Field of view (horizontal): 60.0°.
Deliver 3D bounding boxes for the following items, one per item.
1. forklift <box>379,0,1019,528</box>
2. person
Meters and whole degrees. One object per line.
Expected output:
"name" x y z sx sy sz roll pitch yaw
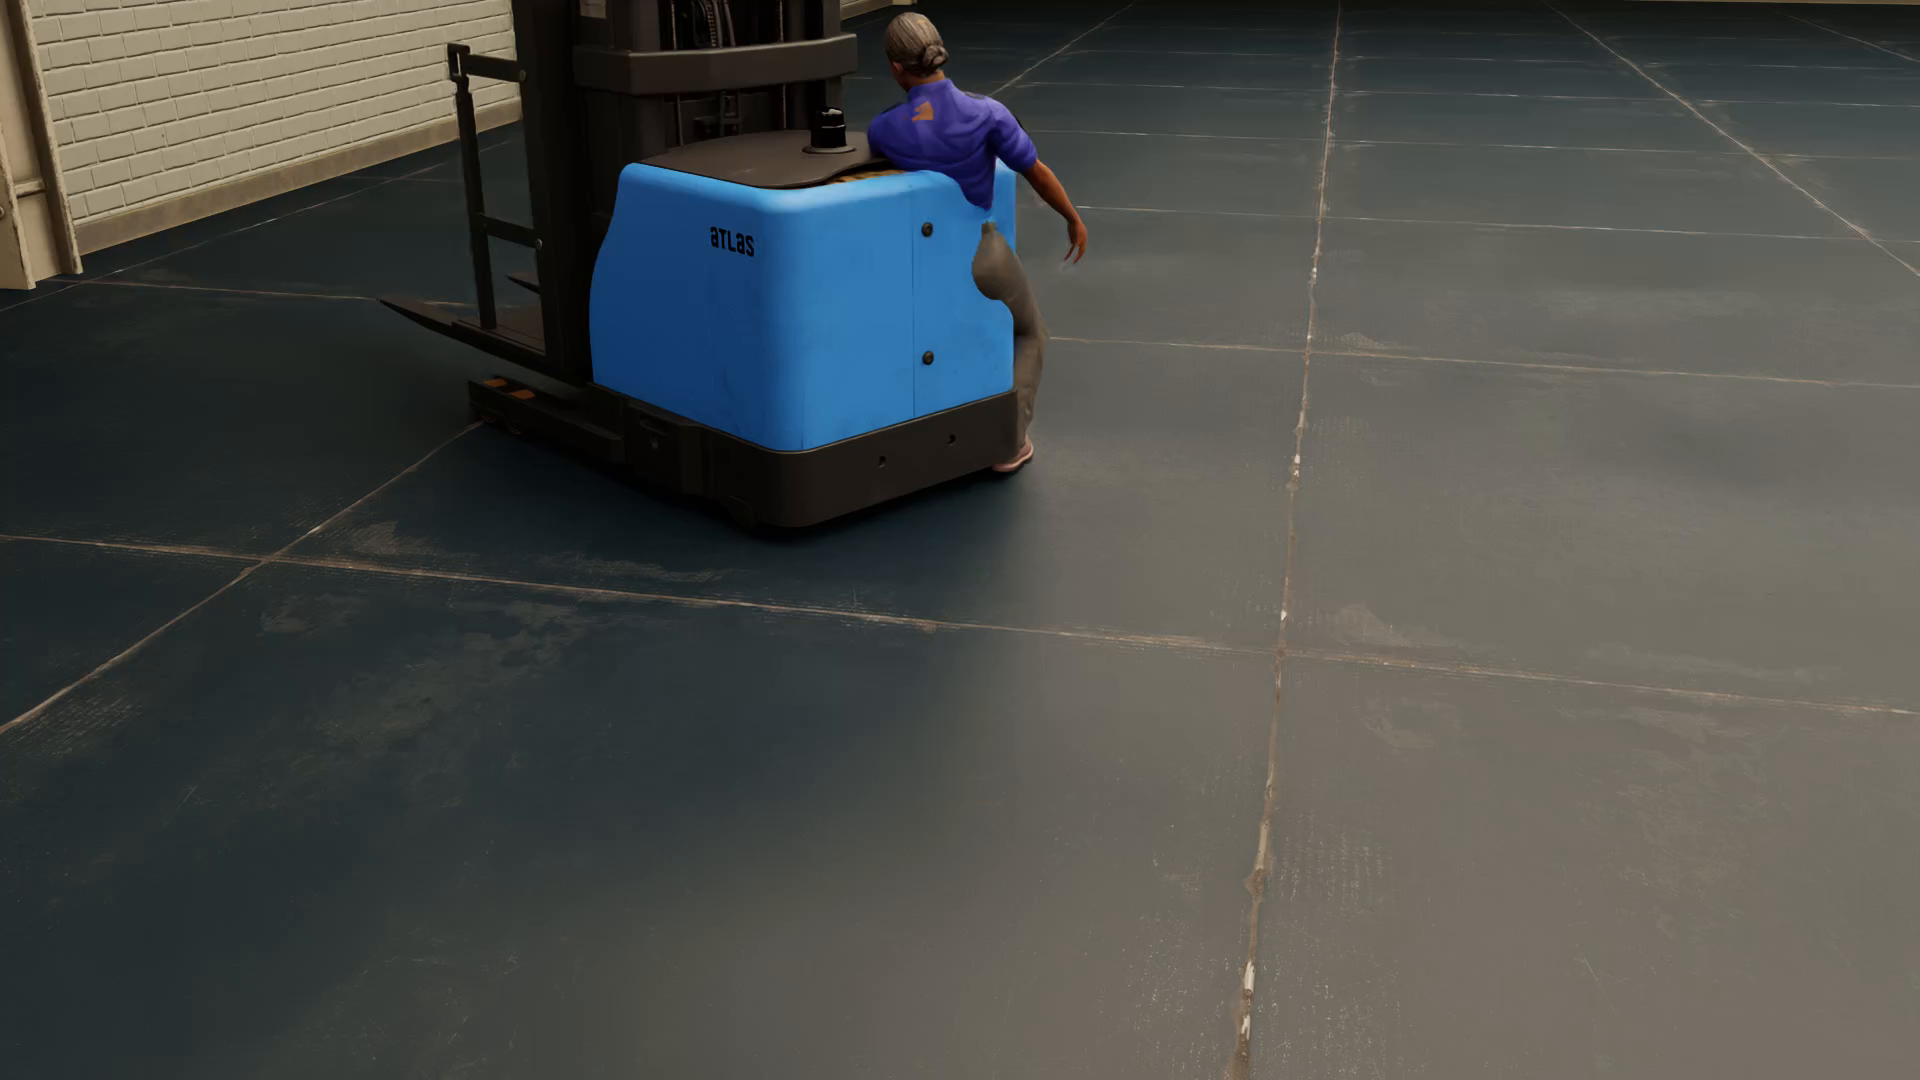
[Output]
"forklift" -1.188 -1.860 5.828 1.130 2.935 3.031 -20 30 -40
"person" 0.008 -0.939 5.416 0.810 1.521 0.802 -3 22 -7
